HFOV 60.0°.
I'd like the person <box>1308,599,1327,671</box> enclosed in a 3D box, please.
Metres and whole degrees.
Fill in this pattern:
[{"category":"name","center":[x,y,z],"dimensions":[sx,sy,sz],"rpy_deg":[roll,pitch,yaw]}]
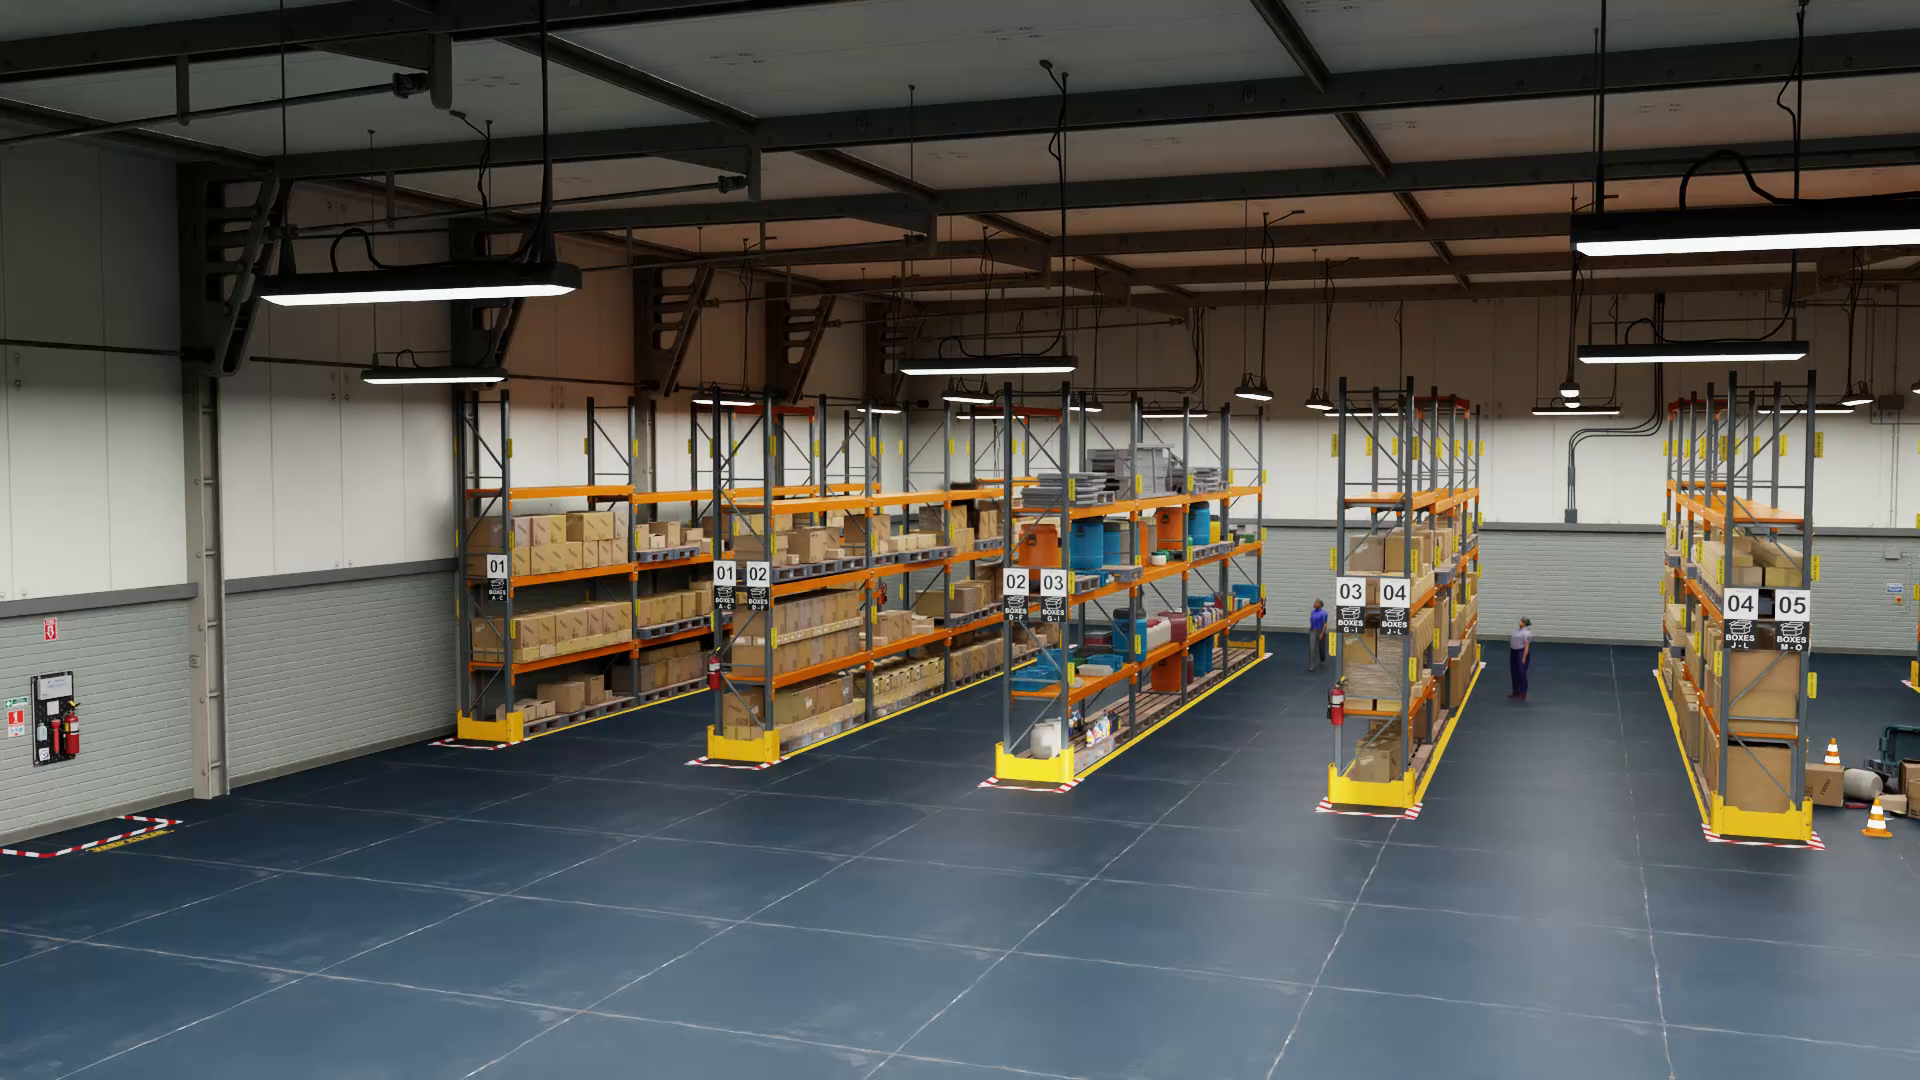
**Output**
[{"category":"person","center":[8.081,2.125,37.552],"dimensions":[0.417,1.603,0.931],"rpy_deg":[1,3,15]}]

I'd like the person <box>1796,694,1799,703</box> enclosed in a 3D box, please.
[{"category":"person","center":[16.443,2.367,32.714],"dimensions":[0.560,1.701,0.361],"rpy_deg":[-2,4,-35]}]

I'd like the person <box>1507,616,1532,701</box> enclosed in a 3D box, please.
[{"category":"person","center":[11.198,2.377,33.312],"dimensions":[0.447,1.706,0.547],"rpy_deg":[-1,3,-20]}]

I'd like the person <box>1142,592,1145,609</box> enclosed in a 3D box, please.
[{"category":"person","center":[3.946,1.955,37.086],"dimensions":[0.365,1.699,0.496],"rpy_deg":[1,3,12]}]
